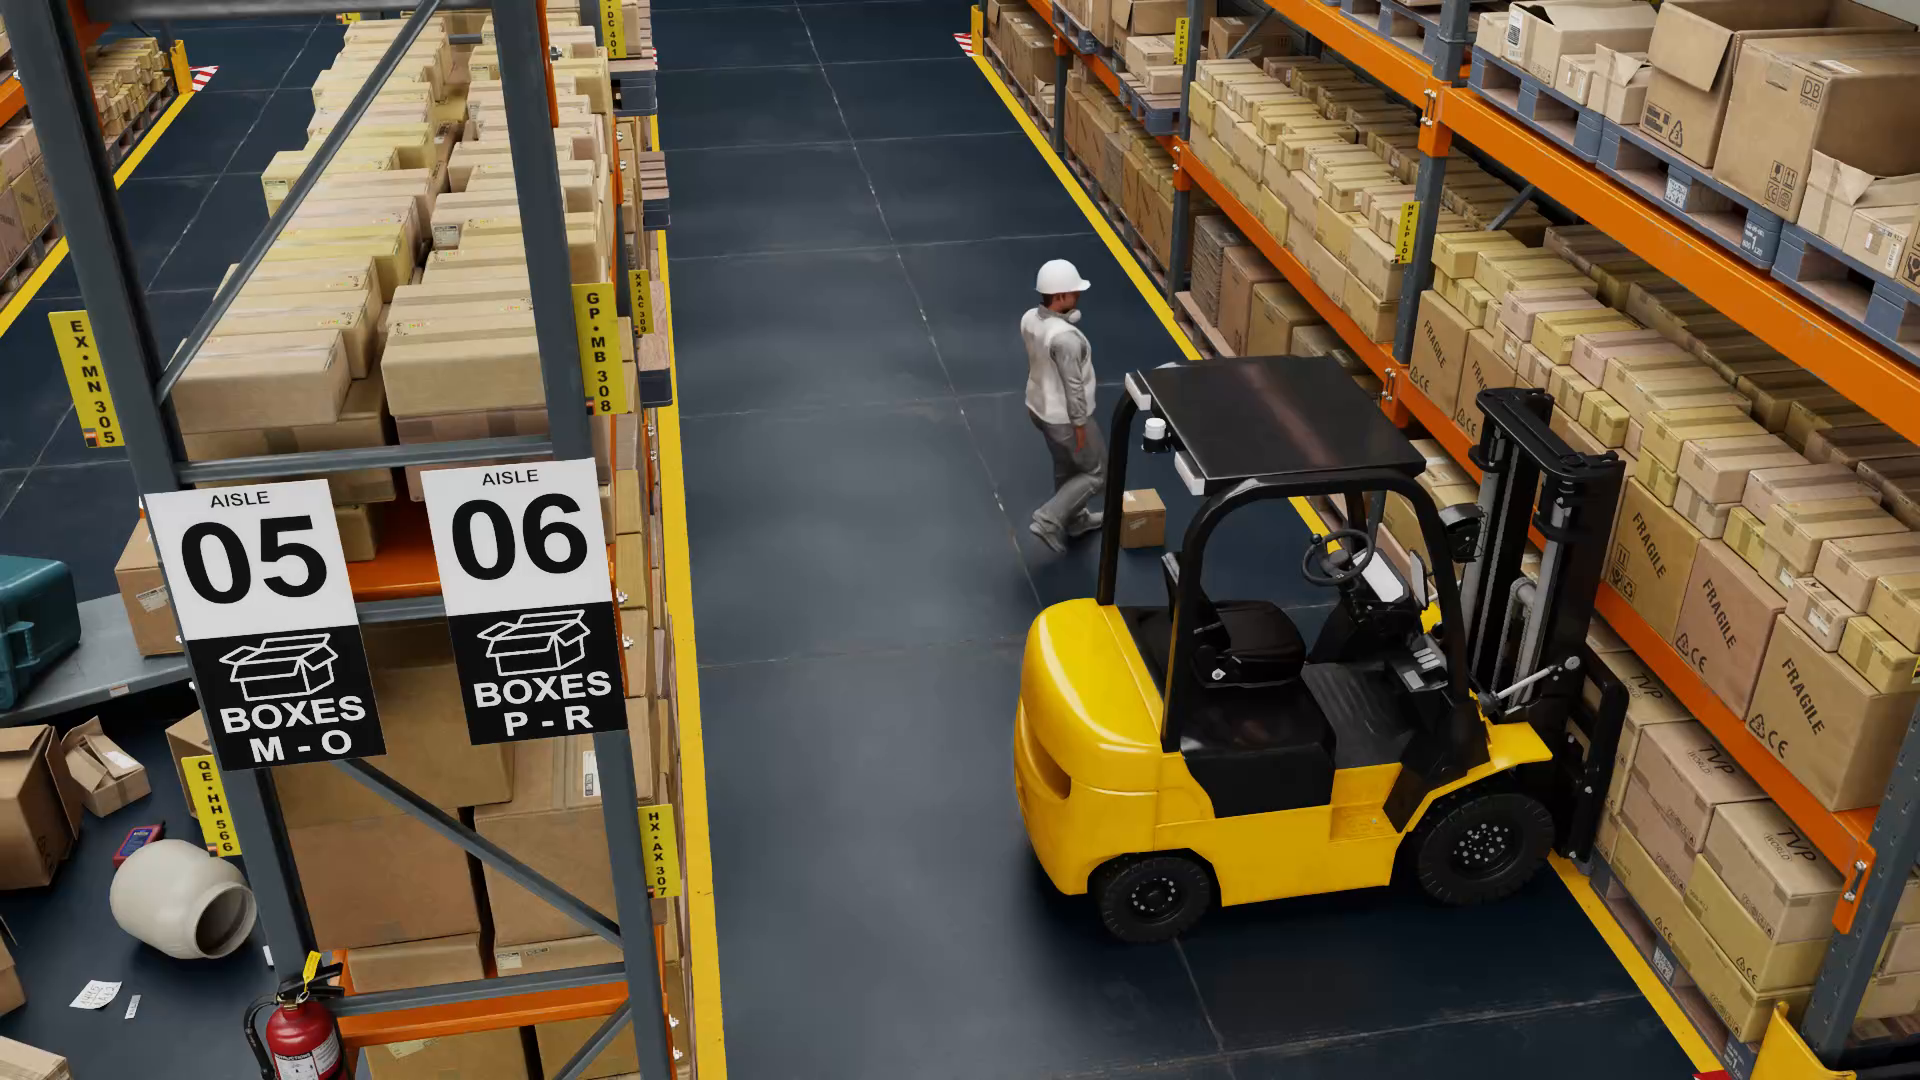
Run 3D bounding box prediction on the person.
[{"bbox_3d":[0.631,-0.755,9.399,0.647,1.762,0.577,-14,33,-22],"label":"person"}]
